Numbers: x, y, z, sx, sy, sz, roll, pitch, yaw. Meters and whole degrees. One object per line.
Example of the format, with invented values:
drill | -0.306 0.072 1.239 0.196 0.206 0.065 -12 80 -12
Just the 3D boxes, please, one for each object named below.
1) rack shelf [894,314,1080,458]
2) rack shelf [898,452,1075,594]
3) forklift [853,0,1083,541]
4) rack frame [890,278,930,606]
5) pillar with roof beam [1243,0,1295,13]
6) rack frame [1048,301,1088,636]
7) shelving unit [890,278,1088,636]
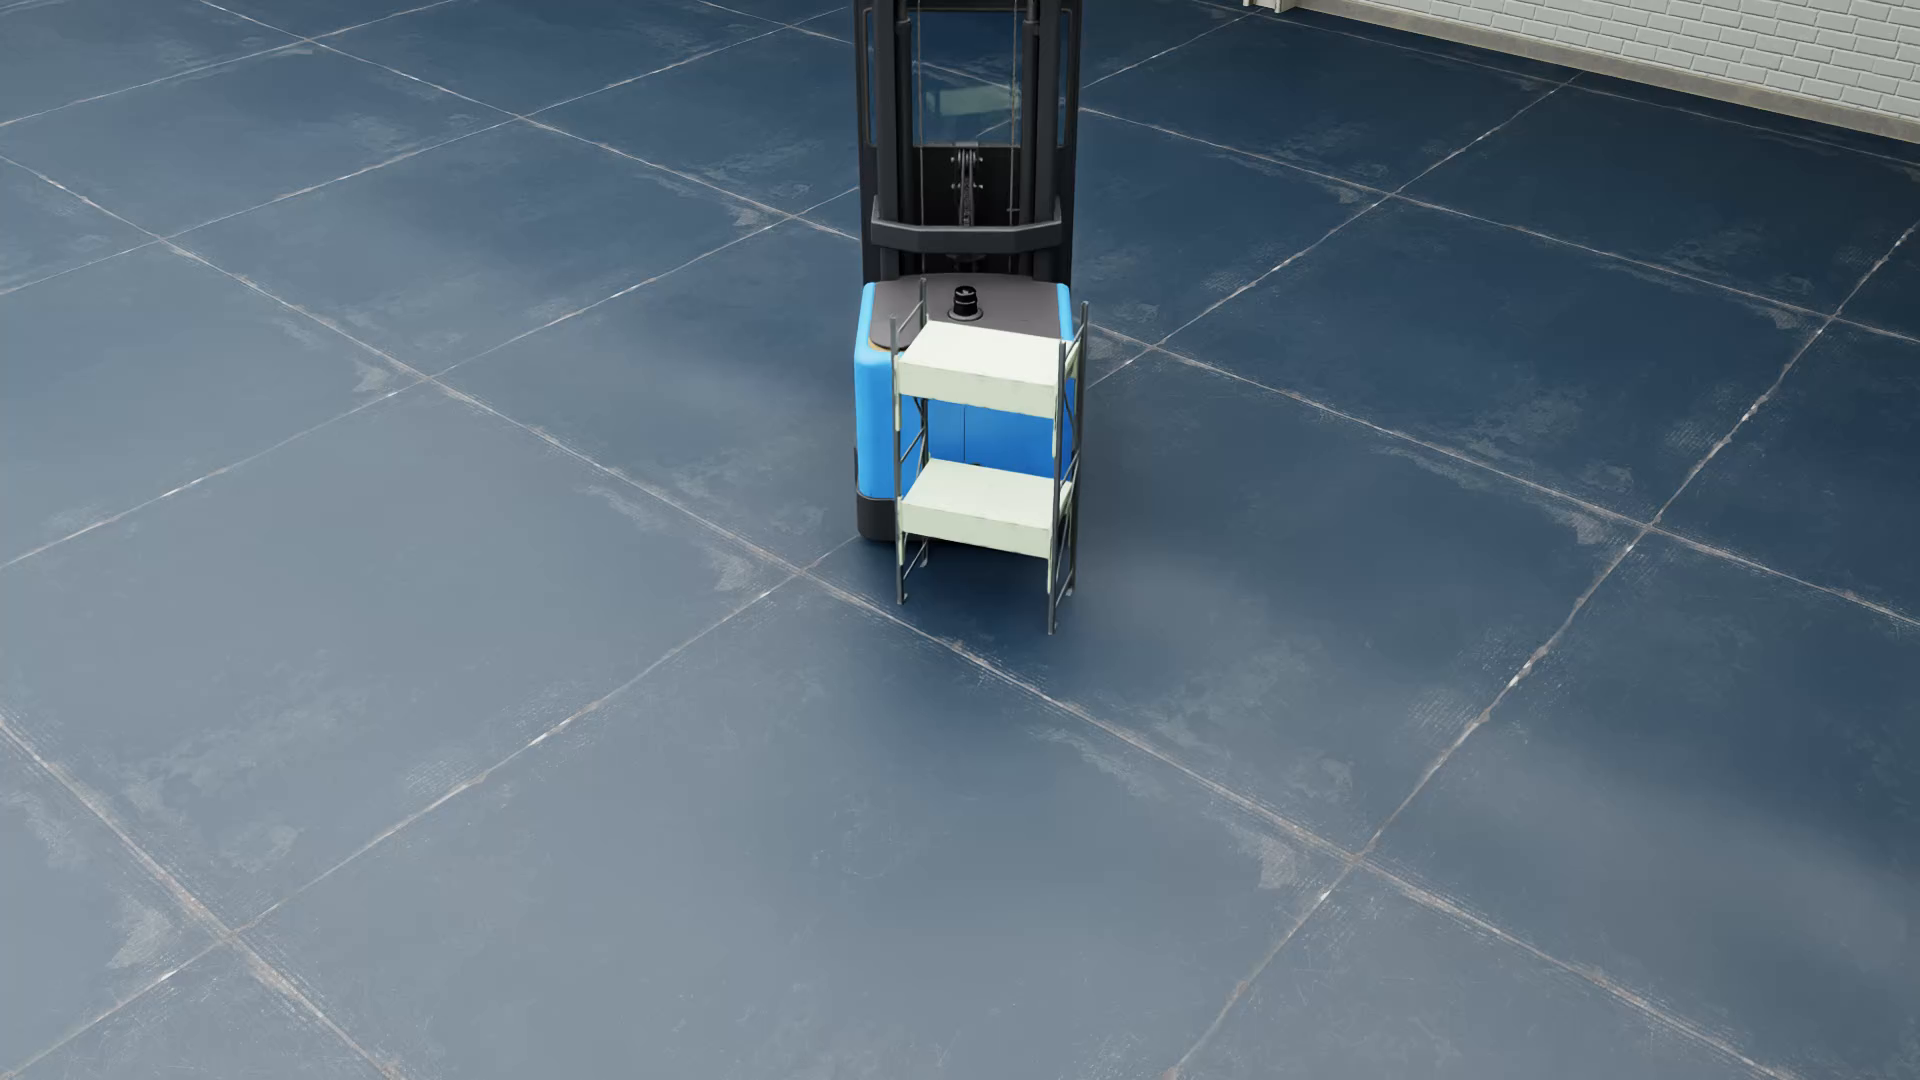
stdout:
rack shelf | 0.127 -0.675 7.219 0.720 0.370 0.431 11 36 15
rack shelf | 0.127 -0.085 7.624 0.720 0.370 0.431 11 36 15
forklift | 0.040 -1.999 8.572 1.130 2.935 3.031 0 34 1
rack frame | -0.221 -0.418 7.534 0.023 1.500 0.400 11 36 15
pillar with roof beam | 0.135 -6.826 10.241 0.400 9.000 9.100 25 42 32
rack frame | 0.475 -0.289 7.346 0.023 1.500 0.400 11 36 15
shelving unit | 0.127 -0.353 7.440 0.755 1.500 0.431 11 36 15
